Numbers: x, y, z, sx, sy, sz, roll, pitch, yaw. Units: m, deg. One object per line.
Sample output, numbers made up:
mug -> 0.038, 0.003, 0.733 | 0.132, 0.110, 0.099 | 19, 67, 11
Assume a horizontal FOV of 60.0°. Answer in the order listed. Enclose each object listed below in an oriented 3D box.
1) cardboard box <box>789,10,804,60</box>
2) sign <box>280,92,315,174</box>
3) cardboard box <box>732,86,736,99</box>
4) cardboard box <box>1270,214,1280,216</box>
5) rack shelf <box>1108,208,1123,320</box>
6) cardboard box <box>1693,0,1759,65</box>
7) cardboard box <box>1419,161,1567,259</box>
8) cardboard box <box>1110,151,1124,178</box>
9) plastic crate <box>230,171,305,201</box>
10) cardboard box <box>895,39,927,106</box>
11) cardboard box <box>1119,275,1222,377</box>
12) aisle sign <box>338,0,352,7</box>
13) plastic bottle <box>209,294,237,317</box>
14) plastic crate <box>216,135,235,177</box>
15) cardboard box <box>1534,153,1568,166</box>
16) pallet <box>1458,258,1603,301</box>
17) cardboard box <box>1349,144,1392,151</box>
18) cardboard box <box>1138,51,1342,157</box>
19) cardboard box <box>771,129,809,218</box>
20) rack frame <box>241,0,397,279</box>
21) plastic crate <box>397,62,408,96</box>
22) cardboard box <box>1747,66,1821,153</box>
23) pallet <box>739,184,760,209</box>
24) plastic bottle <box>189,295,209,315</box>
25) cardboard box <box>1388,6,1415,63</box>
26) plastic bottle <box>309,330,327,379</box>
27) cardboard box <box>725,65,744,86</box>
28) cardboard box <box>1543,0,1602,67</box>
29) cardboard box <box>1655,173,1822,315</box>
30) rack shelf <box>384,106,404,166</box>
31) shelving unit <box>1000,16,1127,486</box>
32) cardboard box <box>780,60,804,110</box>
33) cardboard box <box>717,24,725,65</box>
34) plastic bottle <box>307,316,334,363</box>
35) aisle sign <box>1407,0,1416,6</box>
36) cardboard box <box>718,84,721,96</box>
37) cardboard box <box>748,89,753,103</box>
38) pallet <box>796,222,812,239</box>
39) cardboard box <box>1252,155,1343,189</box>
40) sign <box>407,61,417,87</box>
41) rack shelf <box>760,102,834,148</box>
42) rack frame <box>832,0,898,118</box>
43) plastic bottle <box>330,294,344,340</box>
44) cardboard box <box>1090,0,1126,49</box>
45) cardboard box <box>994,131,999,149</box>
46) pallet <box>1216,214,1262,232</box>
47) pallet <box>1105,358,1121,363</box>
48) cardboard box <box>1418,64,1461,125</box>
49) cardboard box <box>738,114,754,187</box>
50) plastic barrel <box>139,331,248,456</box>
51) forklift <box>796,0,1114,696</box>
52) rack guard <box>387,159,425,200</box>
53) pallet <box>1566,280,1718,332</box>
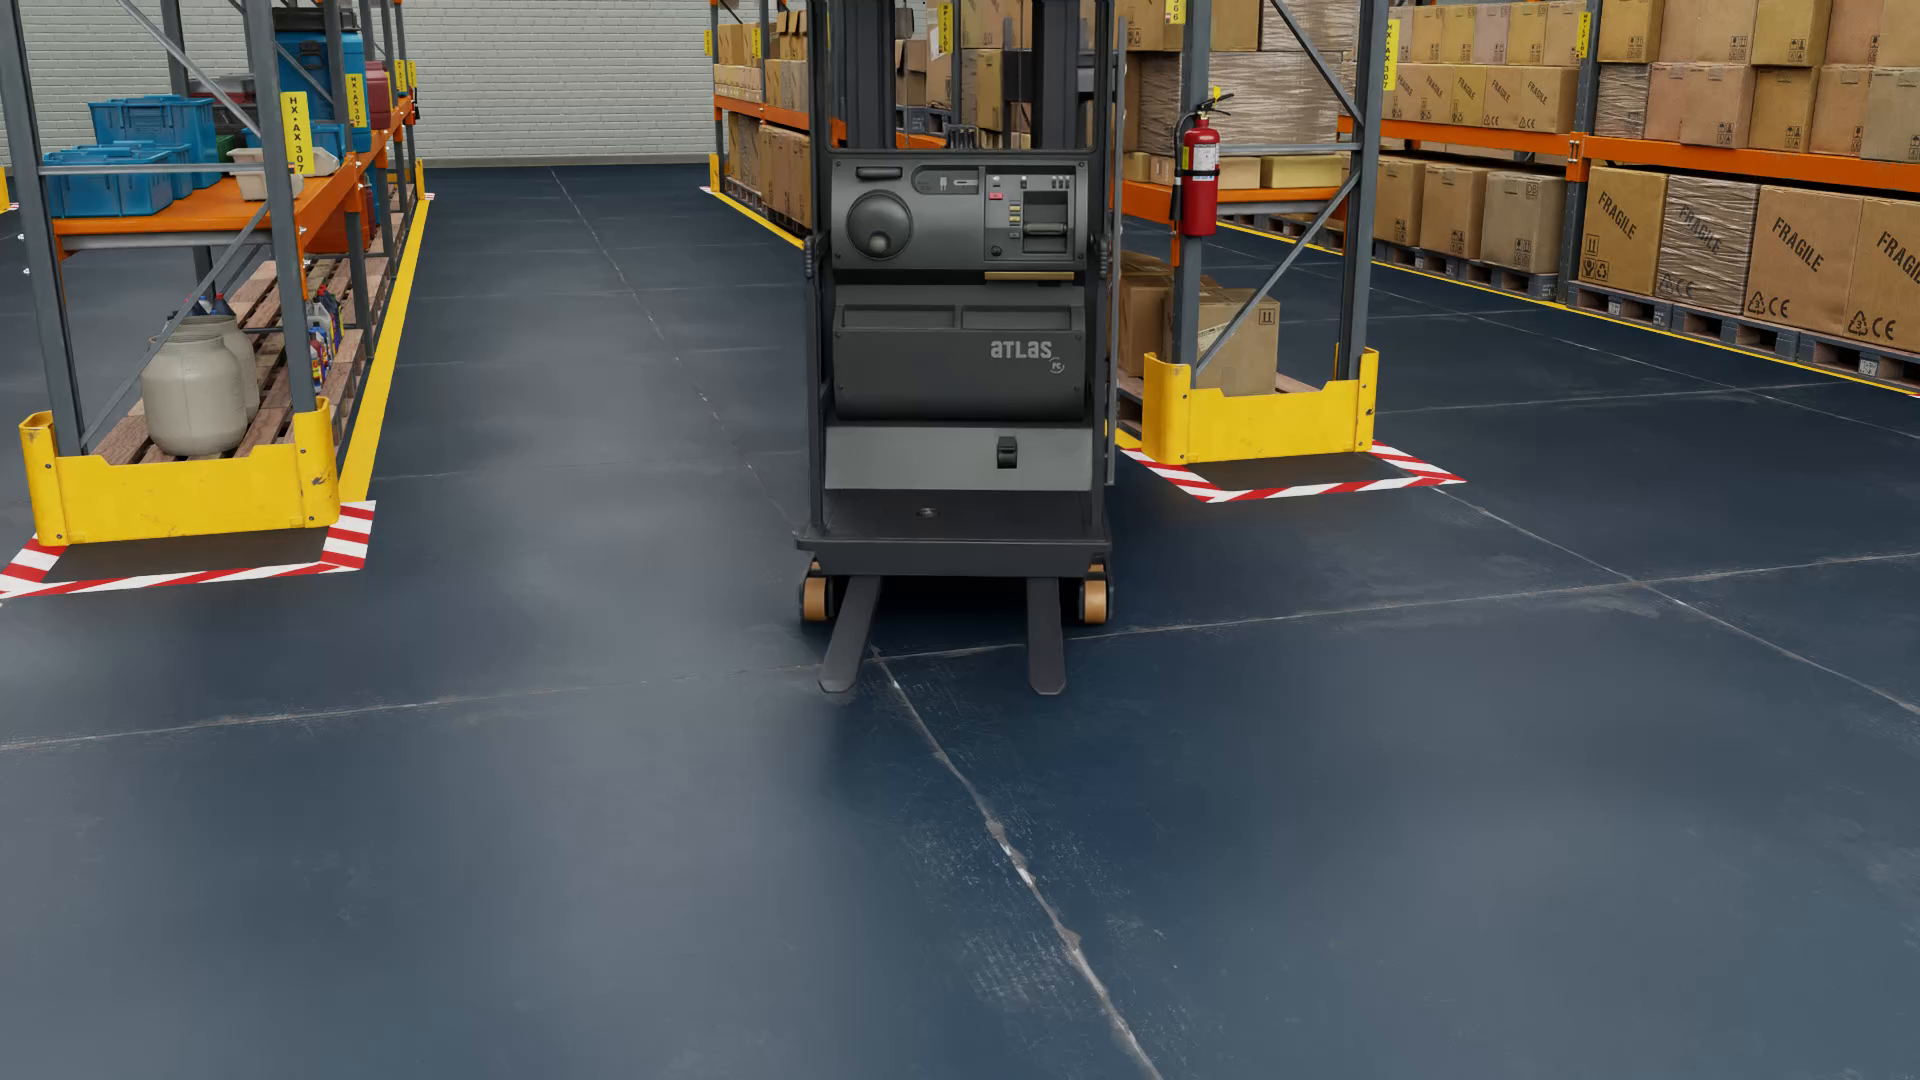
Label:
cardboard box -> -1.402, -5.354, 17.645 | 0.797, 0.503, 0.637 | -5, 17, -15
sign -> -2.698, -1.657, 6.772 | 0.100, 0.325, 0.005 | -5, 17, -15
cardboard box -> -2.658, -5.629, 20.915 | 0.380, 0.149, 0.250 | -5, 17, -17
cardboard box -> 3.561, -3.760, 17.870 | 0.500, 0.500, 0.500 | -4, 17, -13
rack shelf -> 0.460, -1.303, 7.688 | 0.431, 0.518, 0.480 | -5, 17, -16
cardboard box -> 5.579, -3.525, 11.336 | 0.875, 0.550, 0.550 | -5, 17, -15
cardboard box -> 4.713, -2.900, 14.571 | 1.050, 0.750, 0.750 | -5, 17, -15
cardboard box -> 1.017, -2.020, 8.901 | 0.380, 0.149, 0.250 | -5, 17, -15
plastic crate -> -3.164, -1.629, 7.618 | 0.298, 0.136, 0.250 | -5, 17, -15
cardboard box -> -0.130, -3.703, 13.155 | 0.797, 0.503, 0.637 | -3, 17, -10
cardboard box -> 1.182, -1.214, 9.395 | 0.500, 0.500, 0.500 | 0, 17, -1
aisle sign -> -7.930, -7.149, 21.019 | 0.394, 0.787, 0.004 | -5, 17, -15
plastic bottle -> -4.366, -1.286, 9.858 | 0.144, 0.351, 0.185 | -5, 17, -15
plastic crate -> -4.225, -2.089, 9.061 | 0.450, 0.188, 0.662 | -5, 17, -15
cardboard box -> 8.012, -4.995, 21.329 | 0.875, 0.875, 0.875 | -4, 17, -14
pallet -> 4.947, -2.216, 13.963 | 1.003, 0.211, 1.213 | -5, 17, -15
cardboard box -> 4.176, -4.024, 17.444 | 0.500, 0.250, 0.500 | -6, 18, -18
cardboard box -> 1.410, -2.218, 8.432 | 0.875, 0.500, 0.500 | -5, 17, -15
cardboard box -> -1.322, -3.954, 17.864 | 1.225, 0.875, 0.875 | -5, 18, -17
rack frame -> -5.426, -3.695, 14.038 | 1.000, 3.000, 0.127 | -5, 17, -15
plastic crate -> -7.353, -5.875, 21.132 | 0.616, 0.435, 0.499 | -5, 17, -15
cardboard box -> 5.795, -2.867, 11.022 | 0.875, 0.550, 0.500 | -5, 17, -15
pallet -> -2.236, -4.412, 21.273 | 1.003, 0.211, 1.213 | -5, 17, -15
plastic bottle -> -4.504, -1.274, 9.820 | 0.144, 0.351, 0.185 | -4, 17, -14
cardboard box -> 4.387, -4.713, 15.515 | 0.700, 0.500, 0.500 | -5, 17, -16
plastic bottle -> -3.521, -1.007, 9.068 | 0.097, 0.271, 0.097 | 0, 17, 0
cardboard box -> -2.707, -5.933, 21.234 | 0.500, 0.250, 0.500 | -5, 18, -17
cardboard box -> 5.090, -4.008, 13.168 | 0.700, 0.500, 0.500 | -5, 17, -16
cardboard box -> 5.589, -2.099, 11.689 | 0.875, 0.875, 0.875 | -5, 17, -15
rack shelf -> -5.976, -3.903, 15.983 | 1.077, 0.370, 4.000 | -5, 17, -15
shelving unit -> 0.460, -1.316, 7.684 | 0.431, 2.100, 0.503 | -5, 17, -16
cardboard box -> -1.601, -4.816, 17.598 | 0.500, 0.500, 0.500 | -5, 17, -17
cardboard box -> -2.853, -6.437, 21.606 | 0.500, 0.500, 0.500 | -5, 17, -17
plastic bottle -> -3.691, -1.152, 9.541 | 0.152, 0.276, 0.135 | -4, 17, -14
aisle sign -> 6.944, -8.372, 25.091 | 0.394, 0.787, 0.004 | -5, 17, -15
cardboard box -> -3.011, -5.984, 22.095 | 0.380, 0.149, 0.250 | -5, 17, -16
cardboard box -> -2.304, -5.273, 19.729 | 0.380, 0.149, 0.250 | -5, 17, -16
pallet -> -1.140, -3.312, 17.610 | 1.003, 0.211, 1.213 | -5, 17, -15
cardboard box -> 1.685, -1.851, 8.336 | 0.380, 0.149, 0.250 | -5, 17, -15
sign -> -7.100, -6.034, 21.541 | 0.100, 0.325, 0.005 | -5, 17, -15
rack shelf -> -1.214, -4.295, 17.287 | 1.077, 0.370, 4.000 | -5, 17, -15
rack frame -> -0.664, -4.086, 15.342 | 1.000, 3.000, 0.127 | -5, 17, -15
plastic bottle -> -3.878, -1.391, 10.326 | 0.061, 0.283, 0.133 | -4, 17, -12
cardboard box -> 1.003, -2.813, 8.674 | 0.500, 0.500, 0.500 | -5, 17, -15
cardboard box -> 0.434, -2.571, 10.733 | 0.380, 0.149, 0.250 | -5, 17, -15
pallet -> 3.588, -3.668, 18.797 | 1.003, 0.211, 1.213 | -5, 17, -15
pallet -> 0.993, -1.123, 10.325 | 1.003, 0.211, 1.213 | -5, 17, -15
cardboard box -> 4.412, -3.935, 14.664 | 0.500, 0.500, 0.500 | -5, 17, -16
cardboard box -> -2.360, -5.060, 21.548 | 0.875, 0.875, 0.875 | -5, 17, -15
plastic barrel -> -3.482, -0.668, 7.555 | 0.421, 0.512, 0.421 | 0, 17, 0
forklift -> -0.007, -1.192, 5.824 | 1.130, 2.935, 3.031 | 1, 17, 2
rack guard -> -7.644, -4.716, 21.783 | 1.175, 0.500, 0.348 | -5, 17, -15
pallet -> 5.366, -1.792, 12.551 | 1.003, 0.211, 1.213 | -5, 17, -15
